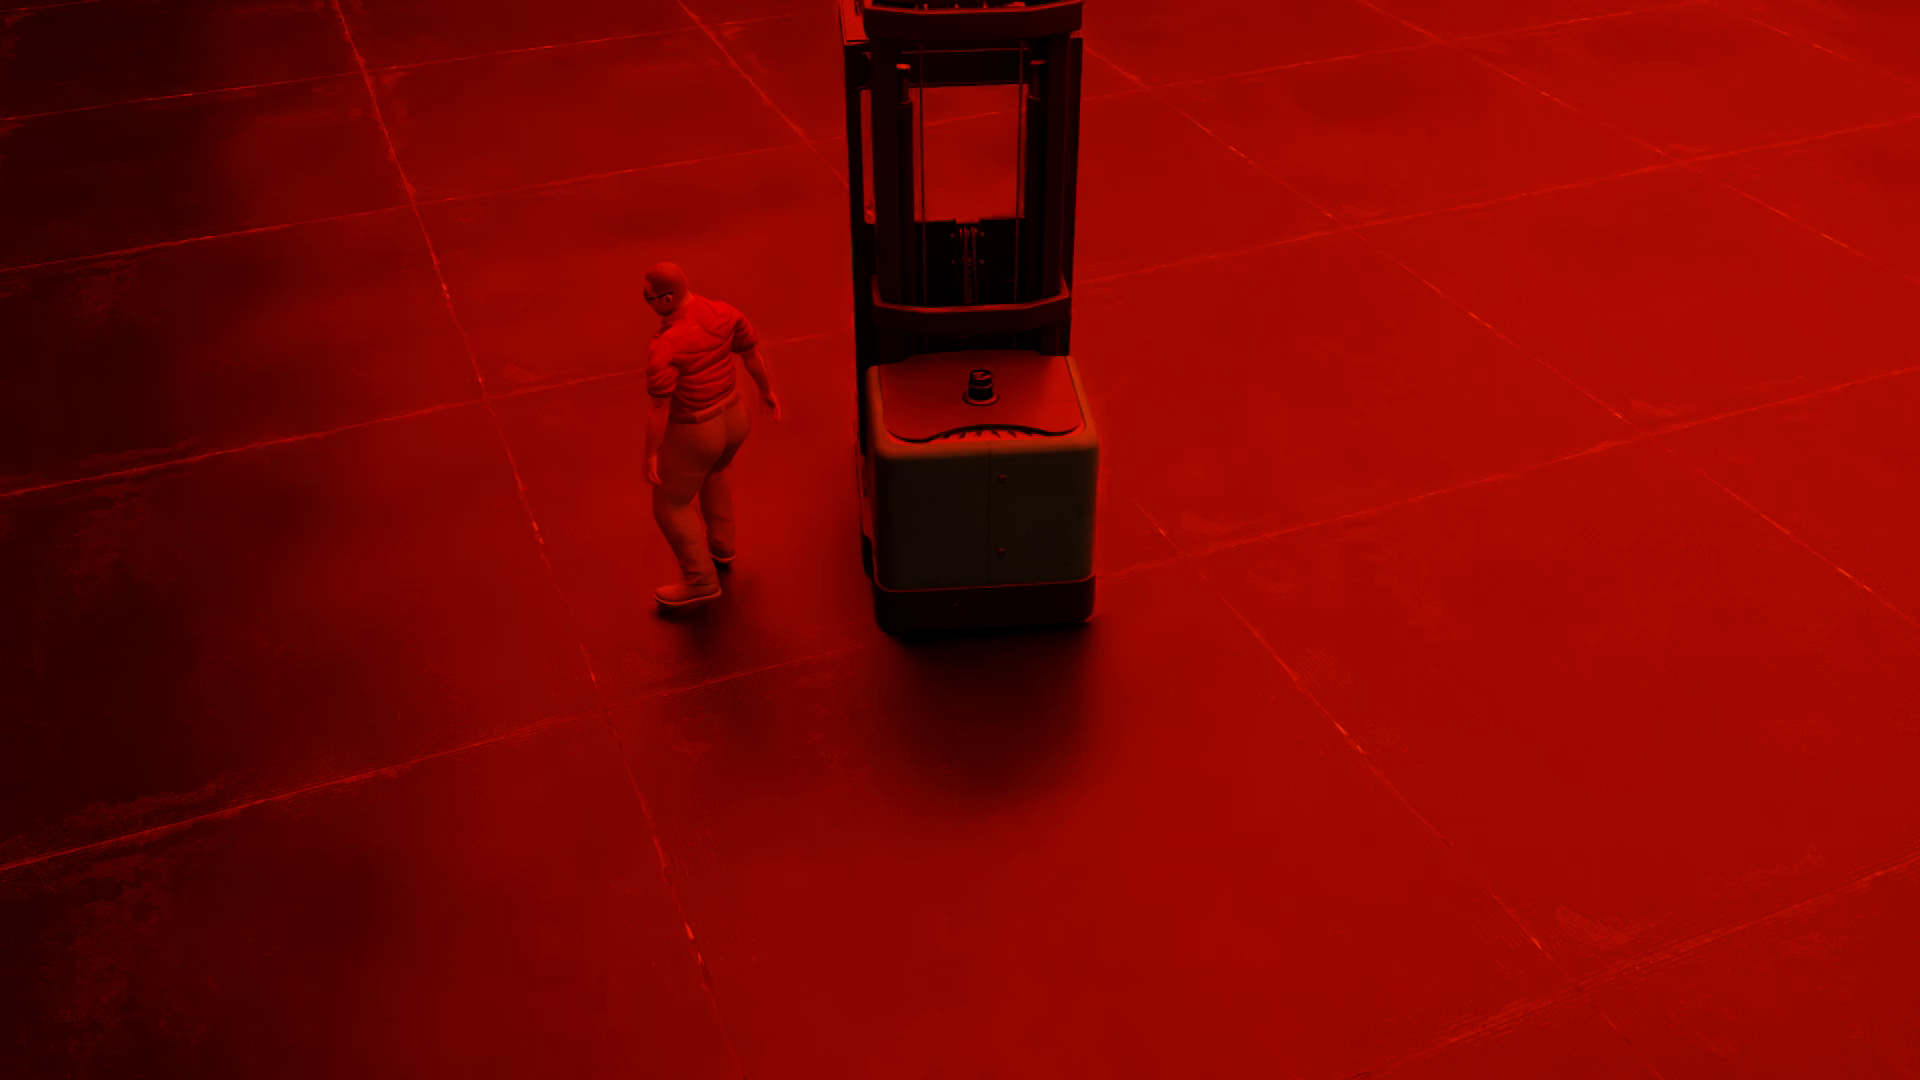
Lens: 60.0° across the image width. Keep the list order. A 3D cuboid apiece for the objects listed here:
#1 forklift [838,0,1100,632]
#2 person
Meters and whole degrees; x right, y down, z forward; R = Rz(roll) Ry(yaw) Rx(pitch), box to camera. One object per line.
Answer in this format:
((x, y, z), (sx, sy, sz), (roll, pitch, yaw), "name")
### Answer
((-0.009, -1.594, 8.341), (1.130, 2.935, 3.031), (-3, 36, -4), "forklift")
((-1.251, -0.564, 7.911), (0.480, 1.686, 0.817), (23, 41, 29), "person")
